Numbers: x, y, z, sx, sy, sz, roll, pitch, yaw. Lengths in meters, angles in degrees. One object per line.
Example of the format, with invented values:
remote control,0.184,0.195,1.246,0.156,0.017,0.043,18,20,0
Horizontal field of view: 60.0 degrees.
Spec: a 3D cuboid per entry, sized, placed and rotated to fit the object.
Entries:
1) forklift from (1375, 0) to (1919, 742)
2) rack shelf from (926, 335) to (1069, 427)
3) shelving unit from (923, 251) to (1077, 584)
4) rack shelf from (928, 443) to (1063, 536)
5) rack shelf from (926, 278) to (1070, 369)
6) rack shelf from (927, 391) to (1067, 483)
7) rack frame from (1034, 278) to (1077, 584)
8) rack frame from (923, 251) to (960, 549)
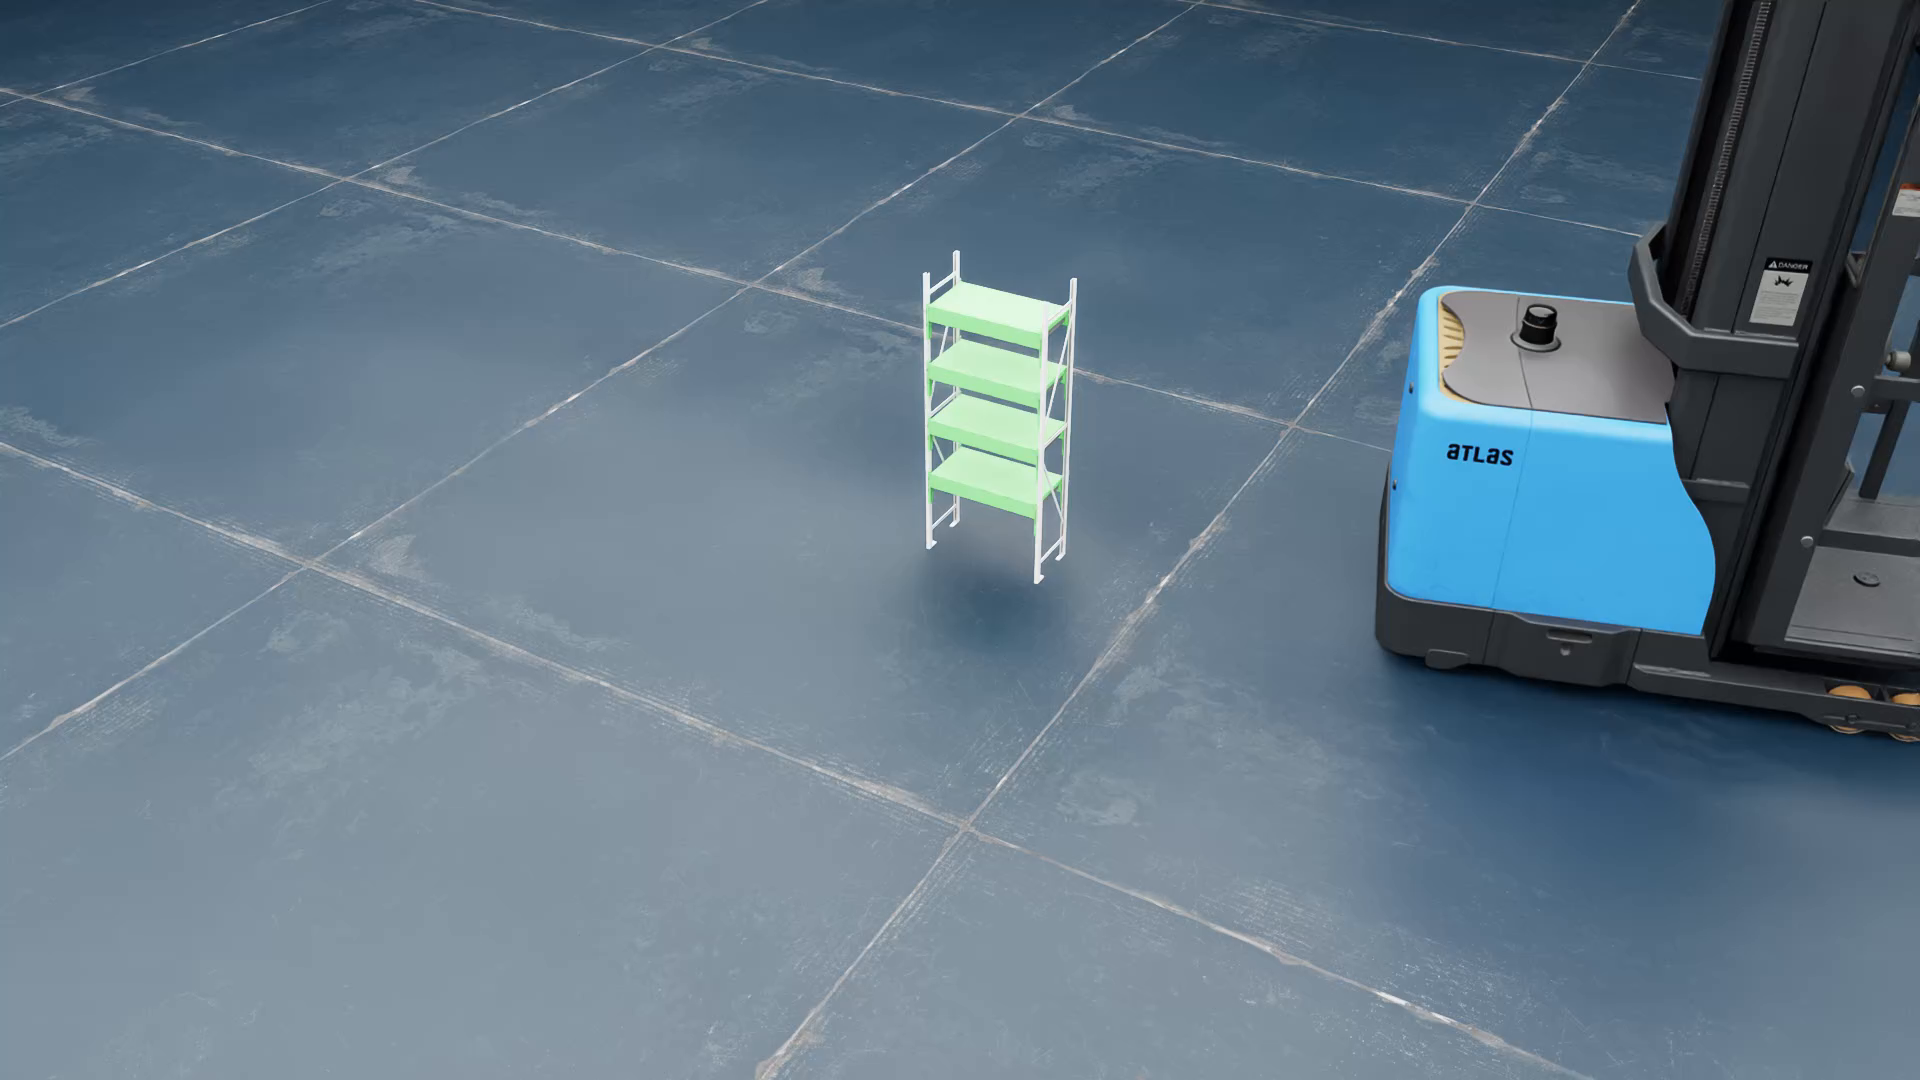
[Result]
forklift,3.093,-0.852,5.385,3.031,2.935,1.130,7,34,11
rack shelf,0.144,-0.600,6.251,0.480,0.148,0.258,18,37,24
shelving unit,0.144,-0.454,6.349,0.503,1.200,0.258,18,37,24
rack shelf,0.144,-0.201,6.518,0.480,0.148,0.258,18,37,24
rack shelf,0.144,-0.800,6.118,0.480,0.148,0.258,18,37,24
rack shelf,0.144,-0.401,6.384,0.480,0.148,0.258,18,37,24
rack frame,0.356,-0.387,6.248,0.015,1.200,0.240,18,37,24
rack frame,-0.068,-0.521,6.450,0.015,1.200,0.240,18,37,24
